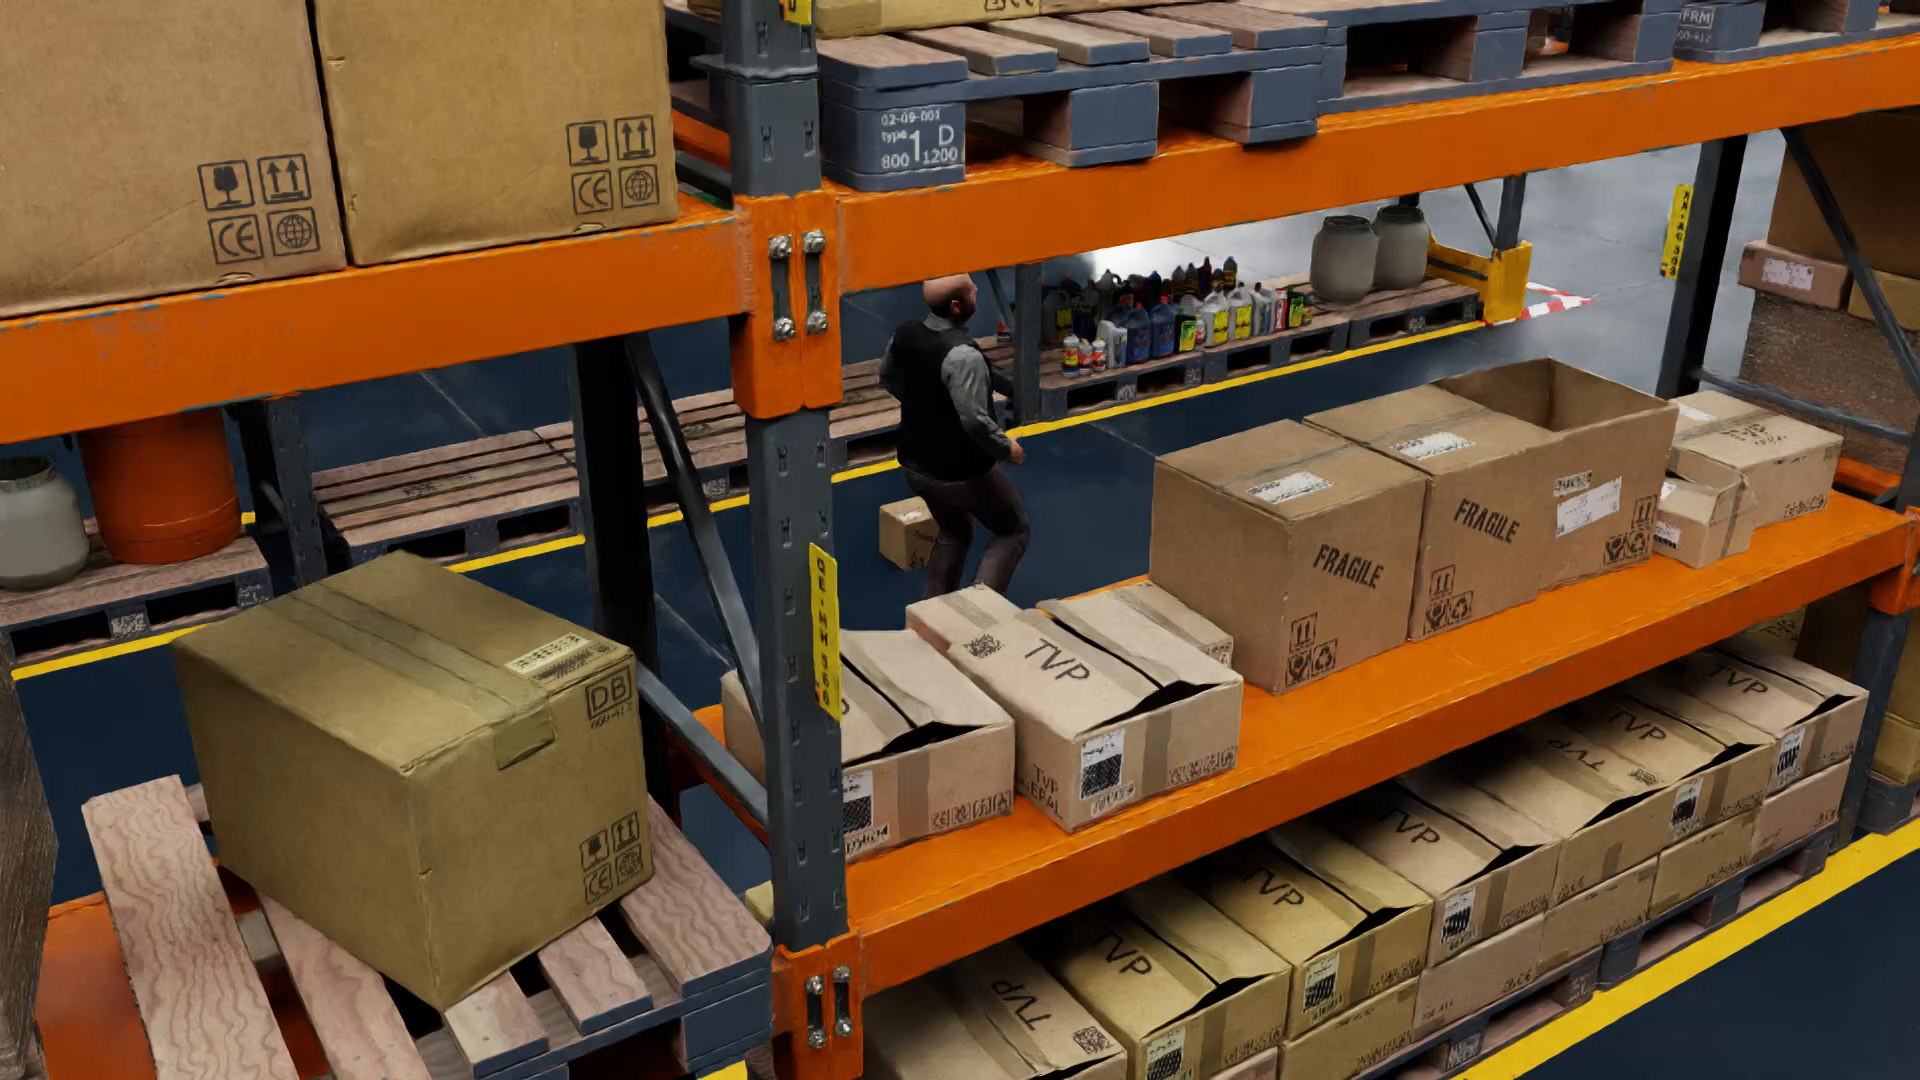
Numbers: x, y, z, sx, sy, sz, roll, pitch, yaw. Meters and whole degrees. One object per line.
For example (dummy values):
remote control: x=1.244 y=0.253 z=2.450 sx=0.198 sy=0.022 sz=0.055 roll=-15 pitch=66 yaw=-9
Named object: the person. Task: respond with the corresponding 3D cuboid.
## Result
person: x=-0.015 y=-0.334 z=6.900 sx=0.710 sy=1.689 sz=0.493 roll=23 pitch=33 yaw=40
